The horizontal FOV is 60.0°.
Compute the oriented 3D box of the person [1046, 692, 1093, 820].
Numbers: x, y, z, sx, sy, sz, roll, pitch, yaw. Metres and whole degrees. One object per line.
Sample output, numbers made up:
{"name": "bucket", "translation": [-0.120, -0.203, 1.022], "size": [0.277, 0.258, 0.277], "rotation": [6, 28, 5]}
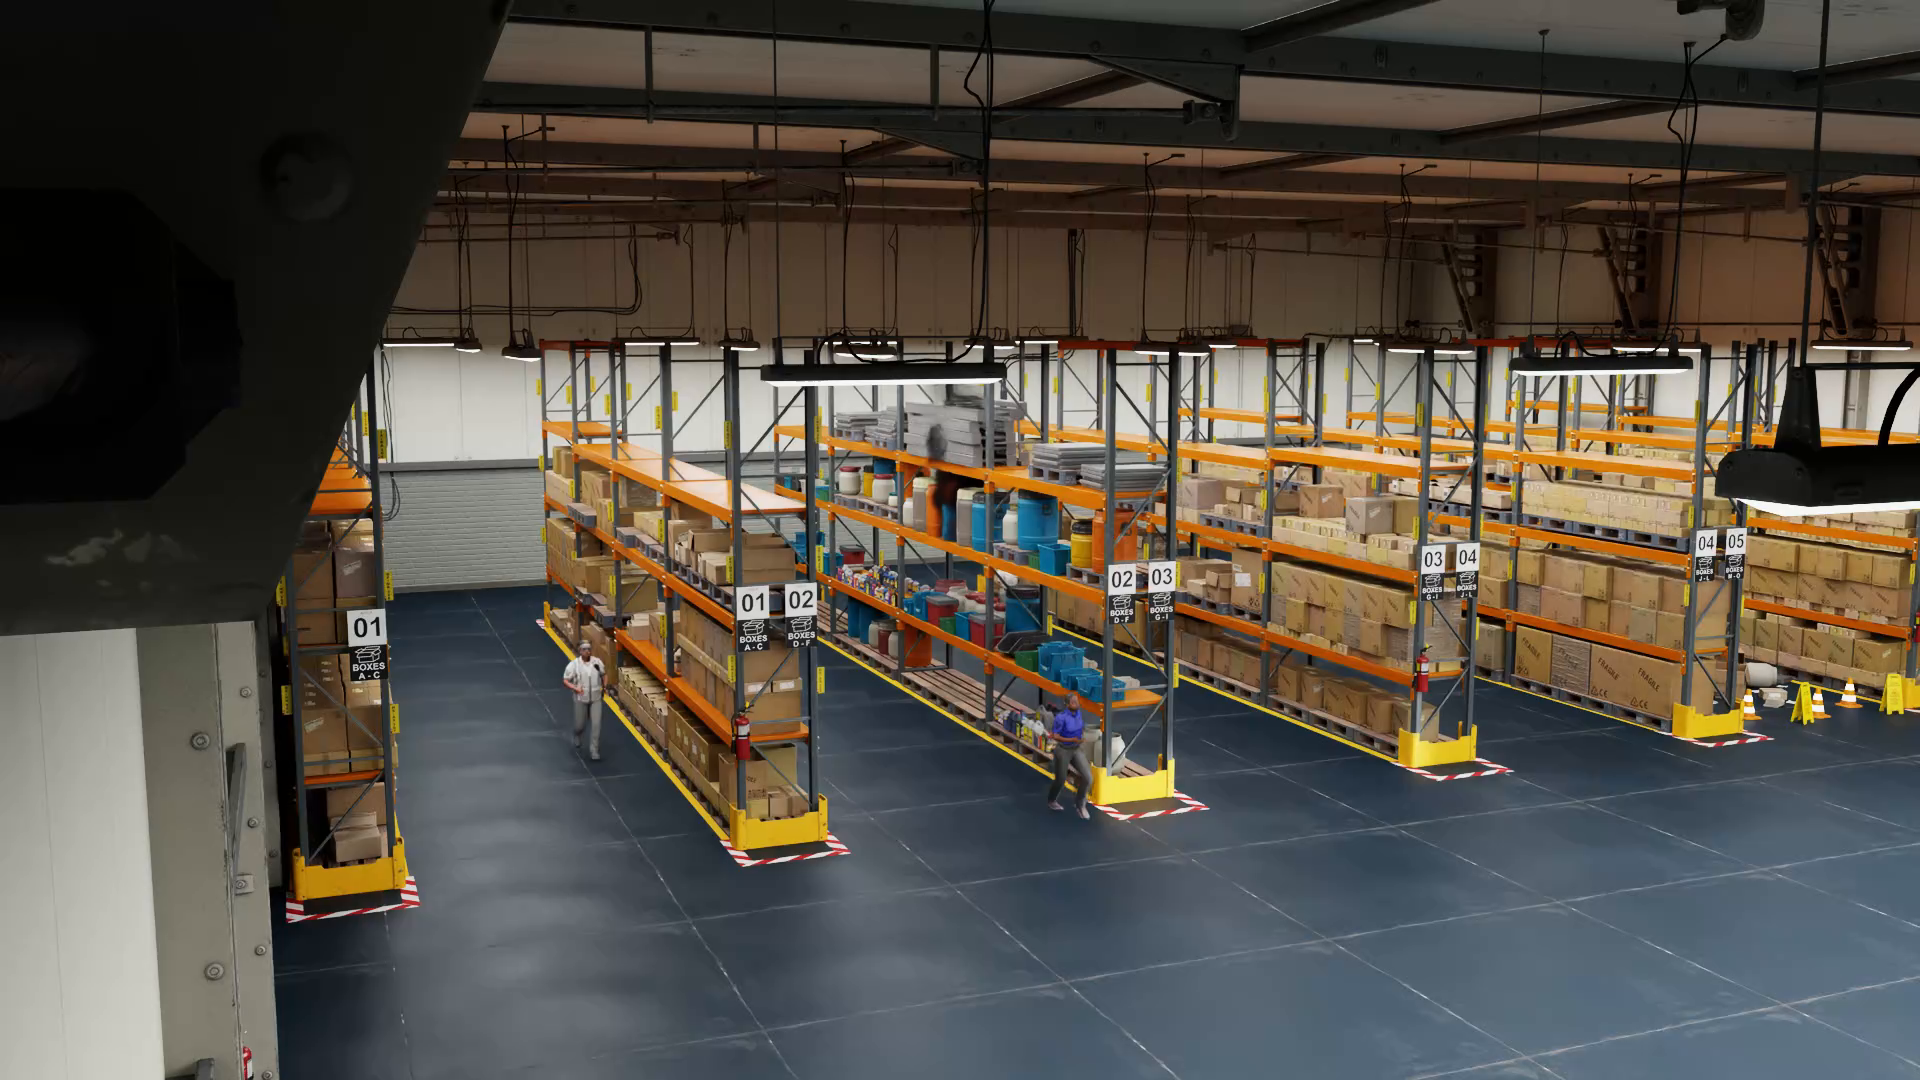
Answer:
{"name": "person", "translation": [1.394, 2.764, 21.350], "size": [0.599, 1.673, 0.785], "rotation": [-5, 9, -33]}

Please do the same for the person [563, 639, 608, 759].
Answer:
{"name": "person", "translation": [-5.459, 2.303, 24.369], "size": [0.674, 1.740, 0.782], "rotation": [-3, 8, -25]}

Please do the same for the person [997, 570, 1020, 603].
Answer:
{"name": "person", "translation": [1.034, 1.110, 33.855], "size": [0.562, 1.661, 0.562], "rotation": [-3, 8, -20]}
